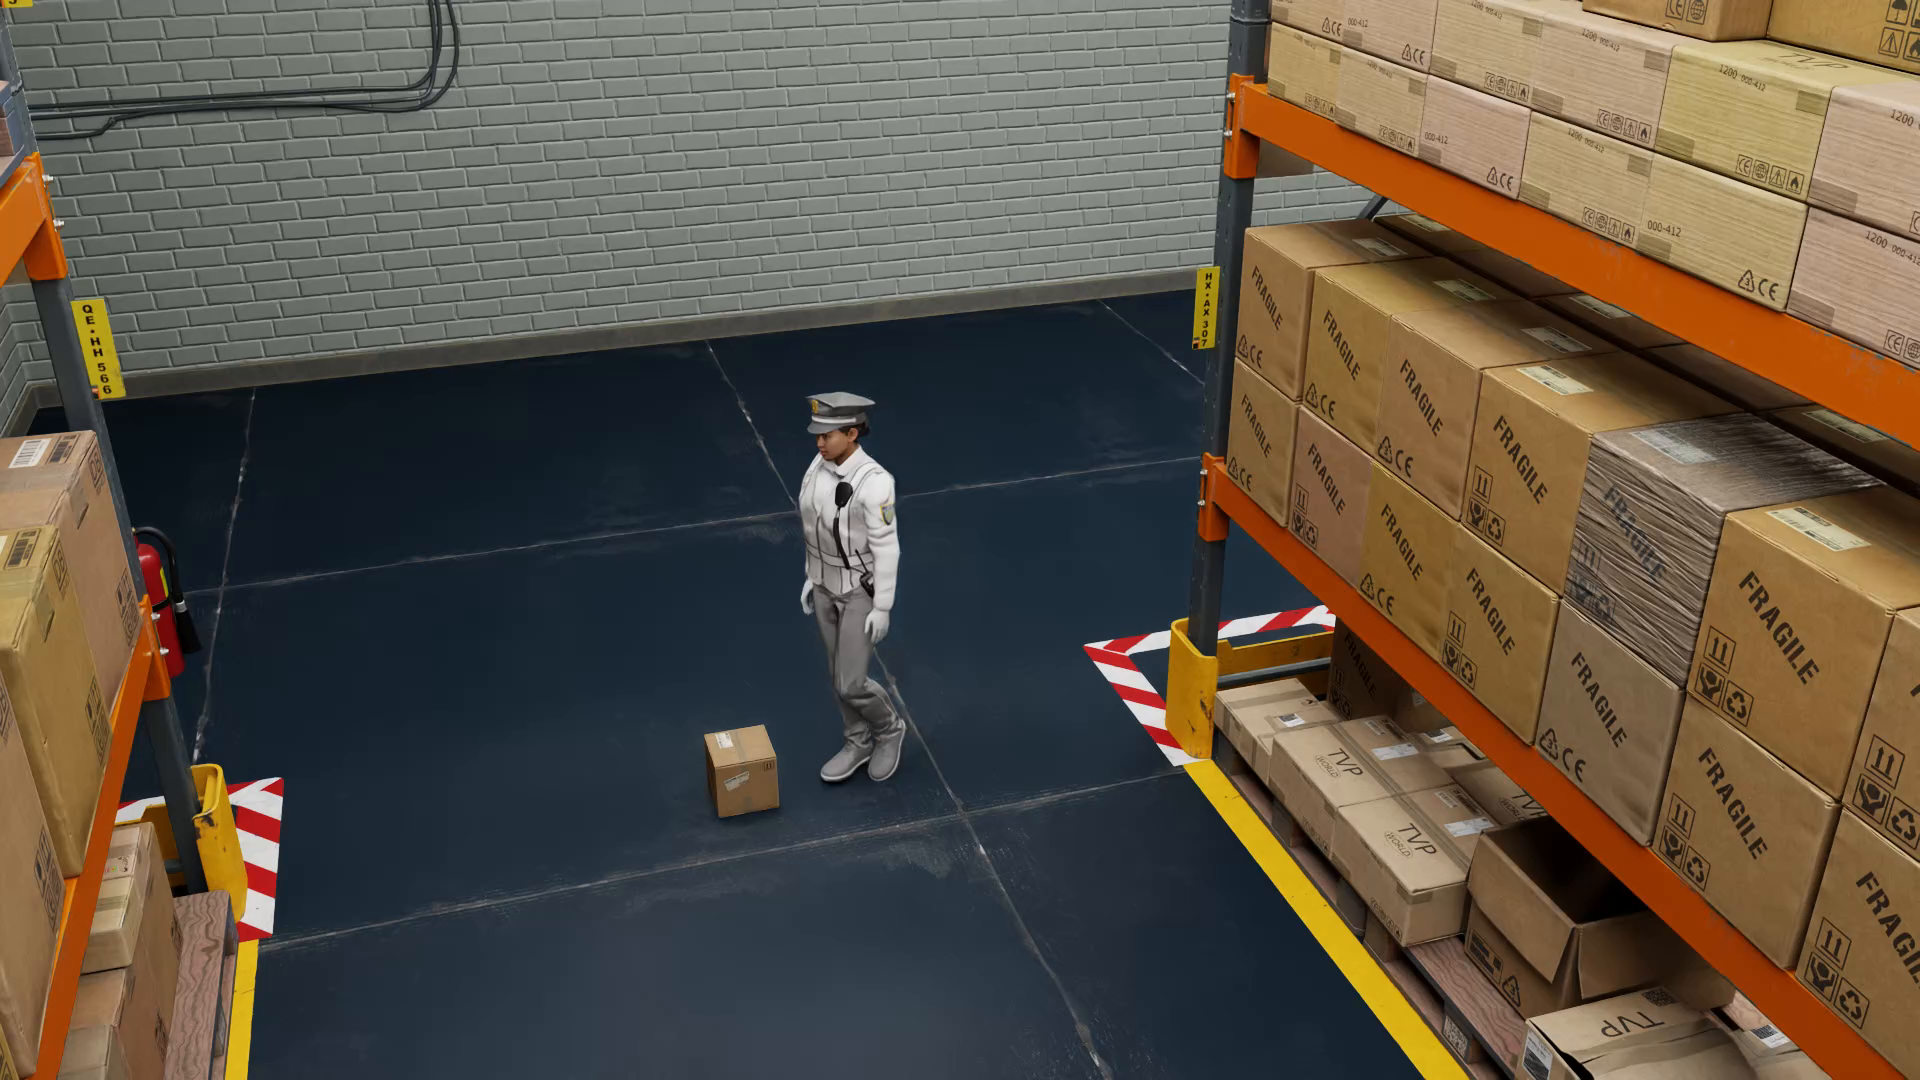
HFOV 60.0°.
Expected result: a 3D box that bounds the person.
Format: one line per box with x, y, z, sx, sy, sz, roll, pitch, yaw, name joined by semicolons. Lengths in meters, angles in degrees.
-0.428;0.208;6.676;0.400;1.692;0.517;-22;34;-37;person
